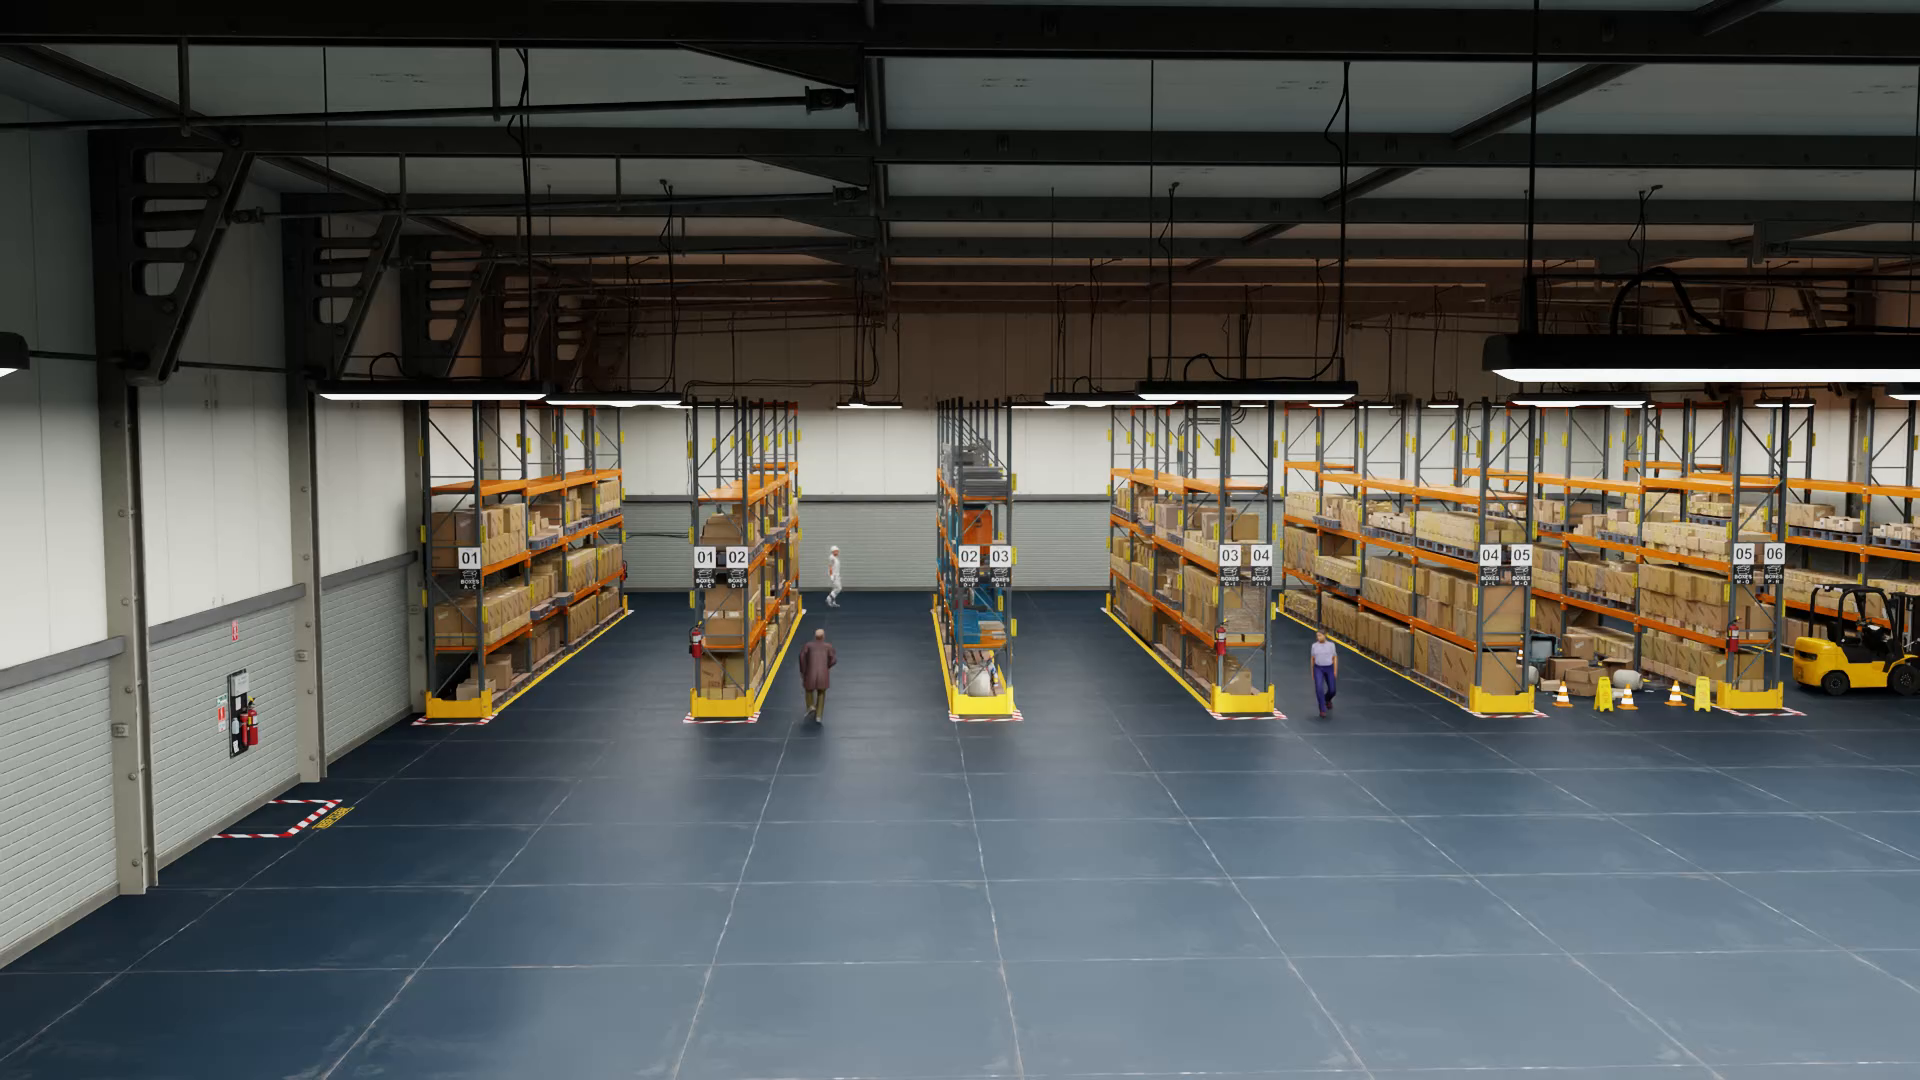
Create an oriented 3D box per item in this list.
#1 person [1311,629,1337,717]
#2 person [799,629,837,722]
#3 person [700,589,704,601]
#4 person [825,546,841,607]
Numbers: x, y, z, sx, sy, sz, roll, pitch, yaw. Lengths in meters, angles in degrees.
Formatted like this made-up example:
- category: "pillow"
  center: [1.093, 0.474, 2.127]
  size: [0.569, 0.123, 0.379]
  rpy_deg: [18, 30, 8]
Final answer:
- category: "person"
  center: [6.867, 2.491, 31.368]
  size: [0.491, 1.624, 0.655]
  rpy_deg: [1, 5, 14]
- category: "person"
  center: [-2.644, 2.507, 30.889]
  size: [0.700, 1.674, 0.825]
  rpy_deg: [0, 4, -1]
- category: "person"
  center: [-7.524, 1.120, 49.591]
  size: [0.981, 1.515, 0.402]
  rpy_deg: [0, 4, 5]
- category: "person"
  center: [-3.693, 1.067, 48.496]
  size: [0.472, 1.789, 0.577]
  rpy_deg: [0, 4, -3]
